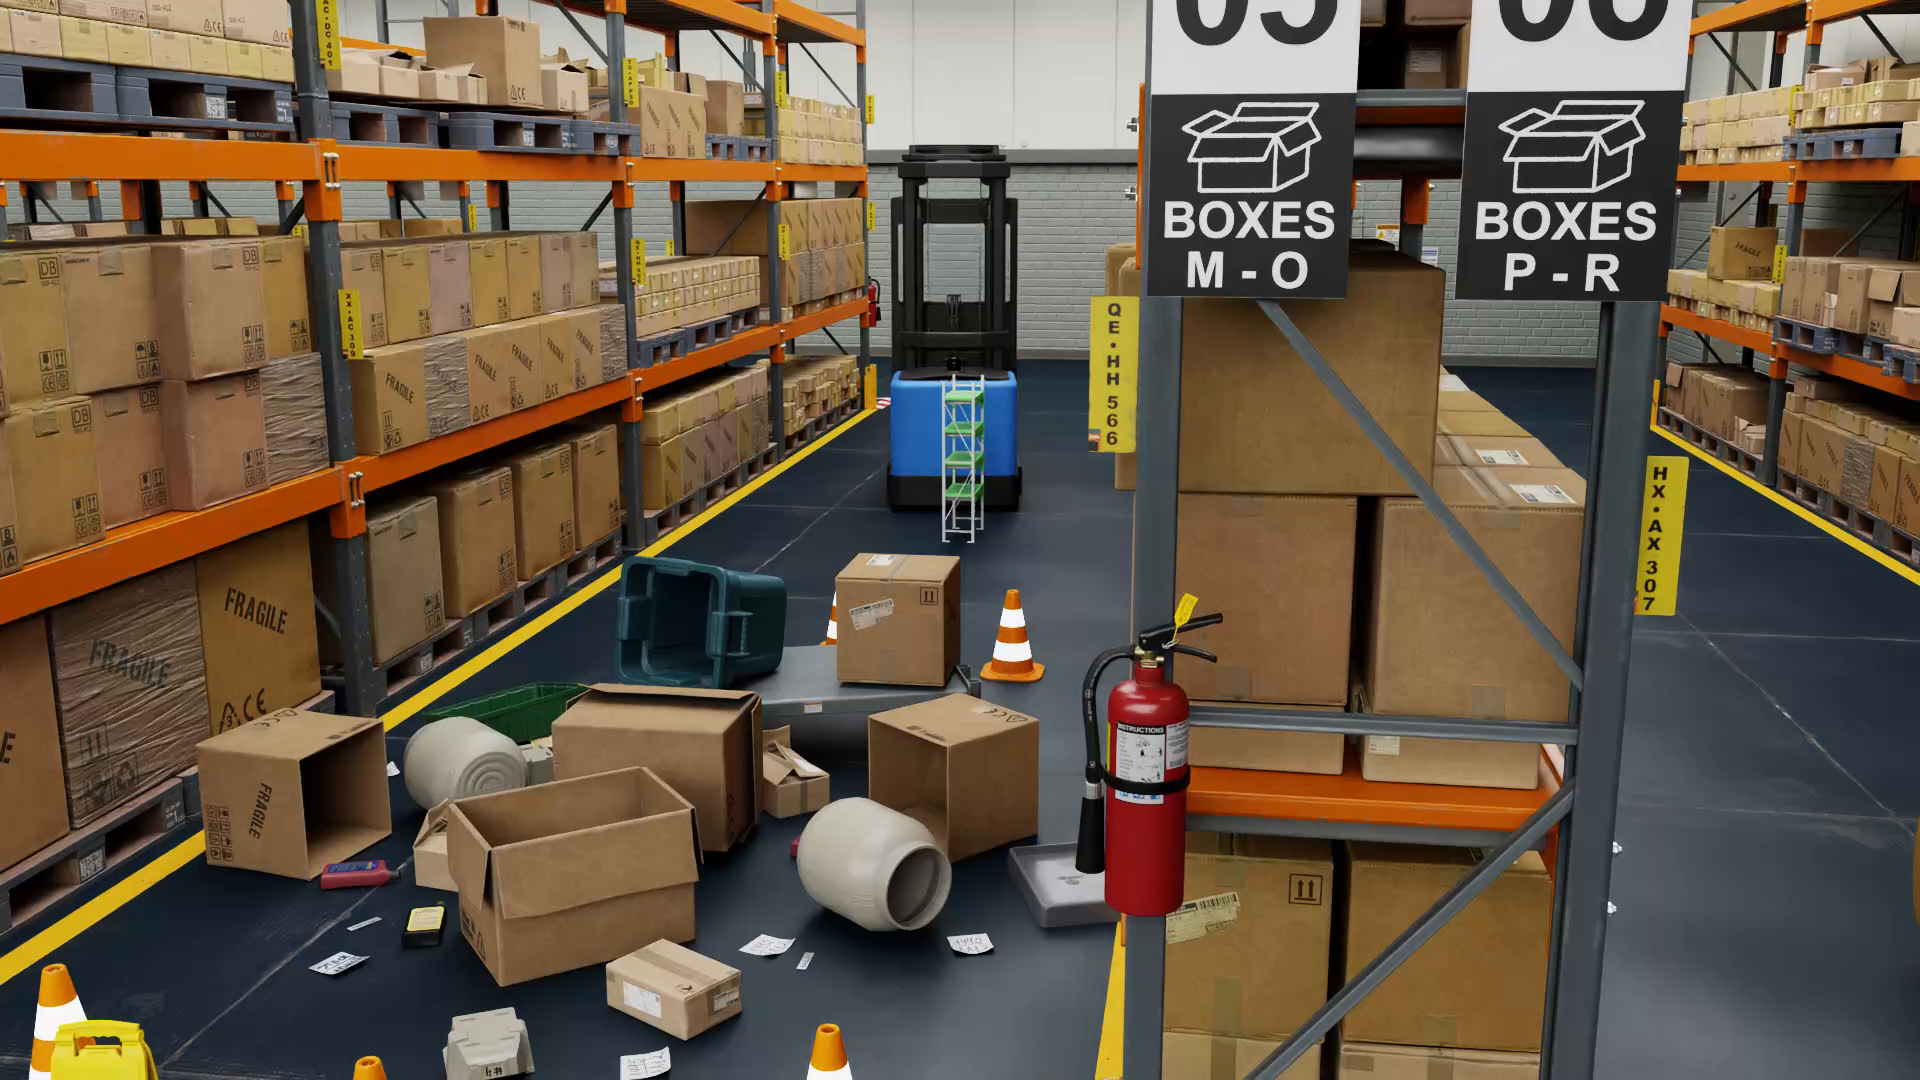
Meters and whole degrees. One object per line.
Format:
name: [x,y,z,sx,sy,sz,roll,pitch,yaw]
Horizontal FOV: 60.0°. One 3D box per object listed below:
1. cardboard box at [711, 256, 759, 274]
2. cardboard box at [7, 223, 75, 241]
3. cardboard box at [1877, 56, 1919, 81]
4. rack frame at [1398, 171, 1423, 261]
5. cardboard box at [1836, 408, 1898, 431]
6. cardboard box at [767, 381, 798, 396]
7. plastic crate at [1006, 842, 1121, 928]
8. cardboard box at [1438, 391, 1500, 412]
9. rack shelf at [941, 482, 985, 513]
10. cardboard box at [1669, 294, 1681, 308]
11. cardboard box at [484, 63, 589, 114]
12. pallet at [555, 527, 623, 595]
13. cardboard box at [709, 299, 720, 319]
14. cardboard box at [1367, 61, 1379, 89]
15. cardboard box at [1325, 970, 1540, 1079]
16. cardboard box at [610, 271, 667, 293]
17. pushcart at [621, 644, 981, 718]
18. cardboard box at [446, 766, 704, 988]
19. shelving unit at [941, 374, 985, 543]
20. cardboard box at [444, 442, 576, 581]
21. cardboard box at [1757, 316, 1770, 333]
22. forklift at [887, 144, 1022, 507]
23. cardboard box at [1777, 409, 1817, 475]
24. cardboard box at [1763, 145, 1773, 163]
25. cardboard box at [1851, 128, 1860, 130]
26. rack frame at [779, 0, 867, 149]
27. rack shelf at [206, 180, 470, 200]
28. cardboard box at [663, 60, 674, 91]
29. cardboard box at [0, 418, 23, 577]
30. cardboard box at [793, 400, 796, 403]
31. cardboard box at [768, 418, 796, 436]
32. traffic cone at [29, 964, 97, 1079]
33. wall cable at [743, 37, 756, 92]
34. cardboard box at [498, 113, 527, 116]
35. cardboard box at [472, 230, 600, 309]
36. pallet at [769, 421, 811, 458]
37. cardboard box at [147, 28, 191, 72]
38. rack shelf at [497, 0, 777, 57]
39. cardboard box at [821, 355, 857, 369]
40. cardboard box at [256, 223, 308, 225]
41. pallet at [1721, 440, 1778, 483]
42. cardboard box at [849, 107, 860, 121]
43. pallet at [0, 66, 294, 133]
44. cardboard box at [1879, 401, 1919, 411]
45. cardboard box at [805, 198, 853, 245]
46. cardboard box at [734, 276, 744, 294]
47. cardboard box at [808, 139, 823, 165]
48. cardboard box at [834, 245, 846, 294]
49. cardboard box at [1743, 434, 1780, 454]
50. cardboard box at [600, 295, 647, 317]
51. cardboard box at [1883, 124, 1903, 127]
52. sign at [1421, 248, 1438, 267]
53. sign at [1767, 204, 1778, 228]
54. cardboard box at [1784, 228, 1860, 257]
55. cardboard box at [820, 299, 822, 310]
cardboard box: [-2.064,-2.522,15.265,0.380,0.149,0.250,2,12,11]
cardboard box: [-7.567,-2.279,13.330,0.797,0.503,0.637,2,12,11]
cardboard box: [7.630,-3.763,13.388,0.396,0.266,0.258,2,12,9]
rack frame: [1.481,-0.434,7.389,1.000,3.000,0.127,2,12,9]
cardboard box: [7.200,-0.952,13.187,0.380,0.149,0.250,2,12,9]
cardboard box: [-1.846,-1.516,16.767,0.380,0.149,0.250,2,12,8]
plastic crate: [0.429,1.293,6.303,0.402,0.080,0.583,-2,12,-11]
cardboard box: [1.437,-0.206,5.385,0.500,0.500,0.500,2,12,7]
rack shelf: [0.025,-0.324,12.591,0.258,0.148,0.480,2,12,9]
cardboard box: [7.910,-2.590,17.988,0.380,0.149,0.250,2,12,8]
cardboard box: [-2.675,-2.856,10.483,0.500,0.311,0.500,2,12,9]
pallet: [-3.006,0.118,11.443,1.003,0.211,1.213,2,12,9]
cardboard box: [-2.258,-1.961,14.073,0.380,0.149,0.250,2,12,11]
cardboard box: [1.315,-1.223,4.525,0.380,0.149,0.250,1,12,7]
cardboard box: [1.263,1.378,4.508,0.500,0.250,0.500,2,12,8]
cardboard box: [-2.467,-1.977,12.732,0.380,0.149,0.250,2,12,8]
pushcart: [-0.779,0.784,7.960,1.648,0.377,0.936,-2,12,-11]
cardboard box: [-1.365,1.171,5.866,0.797,0.503,0.637,-7,14,-30]
shelving unit: [0.025,-0.621,12.527,0.258,1.200,0.503,2,12,9]
cardboard box: [-3.124,-0.206,10.672,1.050,0.750,0.750,2,12,10]
cardboard box: [7.435,-1.946,15.001,0.380,0.149,0.250,2,12,10]
forklift: [-0.050,-1.961,14.637,1.130,2.935,3.031,0,12,0]
cardboard box: [7.320,-0.830,14.159,0.500,0.500,0.500,2,12,11]
cardboard box: [7.471,-3.474,14.970,0.380,0.149,0.250,2,12,11]
cardboard box: [7.976,-3.574,14.488,0.500,0.250,0.500,2,12,7]
rack frame: [-1.580,-6.004,18.995,1.000,3.000,0.127,2,12,9]
rack shelf: [-6.773,-3.952,18.298,1.077,0.370,4.000,2,12,9]
cardboard box: [-2.396,-3.533,12.592,0.396,0.266,0.258,2,12,9]
cardboard box: [-3.755,-0.121,5.578,0.875,0.550,0.550,2,12,9]
cardboard box: [-1.871,-1.369,16.788,0.380,0.149,0.250,2,12,8]
cardboard box: [-1.822,-1.116,16.322,0.380,0.149,0.250,1,12,6]
traffic cone: [-2.556,1.435,4.739,0.336,0.463,0.334,2,12,9]
wall cable: [-2.190,-8.824,24.443,2.277,5.999,0.120,2,12,9]
cardboard box: [-3.139,-2.940,10.872,0.500,0.311,0.500,2,12,9]
cardboard box: [-2.889,-1.851,11.351,0.700,0.500,0.500,2,12,8]
pallet: [-2.127,-1.017,16.711,1.003,0.211,1.213,2,12,9]
cardboard box: [-3.282,-1.926,6.551,0.380,0.149,0.250,2,12,9]
rack shelf: [-2.503,-4.208,13.317,1.077,0.370,4.000,2,12,9]
cardboard box: [-1.411,-2.056,19.271,0.380,0.149,0.250,2,12,9]
cardboard box: [-7.193,-3.068,17.479,0.500,0.500,0.500,2,12,9]
pallet: [7.723,-0.719,15.331,1.003,0.211,1.213,2,12,9]
cardboard box: [-1.341,-4.825,18.867,0.380,0.149,0.250,2,12,8]
pallet: [-3.562,-1.827,6.940,1.003,0.211,1.213,2,12,9]
cardboard box: [7.781,-1.048,13.635,0.380,0.149,0.250,2,12,9]
cardboard box: [-1.482,-3.546,18.511,0.500,0.500,0.500,1,12,7]
cardboard box: [-2.142,-2.271,14.806,0.380,0.149,0.250,2,12,11]
cardboard box: [-1.696,-3.932,16.856,0.500,0.250,0.500,2,12,11]
cardboard box: [-1.548,-2.951,18.124,0.500,0.500,0.500,2,12,9]
cardboard box: [7.412,-0.877,15.212,0.380,0.149,0.250,2,12,7]
cardboard box: [-2.538,-1.728,12.287,0.380,0.149,0.250,2,12,11]
cardboard box: [7.594,-3.364,13.226,0.380,0.149,0.250,1,12,7]
sign: [6.744,-3.989,24.109,0.329,0.494,0.001,2,12,9]
sign: [8.777,-3.471,17.979,0.100,0.325,0.005,2,12,9]
cardboard box: [8.109,-2.680,15.678,0.500,0.500,0.500,2,12,7]
cardboard box: [-1.678,-2.498,17.559,0.380,0.149,0.250,2,12,11]
